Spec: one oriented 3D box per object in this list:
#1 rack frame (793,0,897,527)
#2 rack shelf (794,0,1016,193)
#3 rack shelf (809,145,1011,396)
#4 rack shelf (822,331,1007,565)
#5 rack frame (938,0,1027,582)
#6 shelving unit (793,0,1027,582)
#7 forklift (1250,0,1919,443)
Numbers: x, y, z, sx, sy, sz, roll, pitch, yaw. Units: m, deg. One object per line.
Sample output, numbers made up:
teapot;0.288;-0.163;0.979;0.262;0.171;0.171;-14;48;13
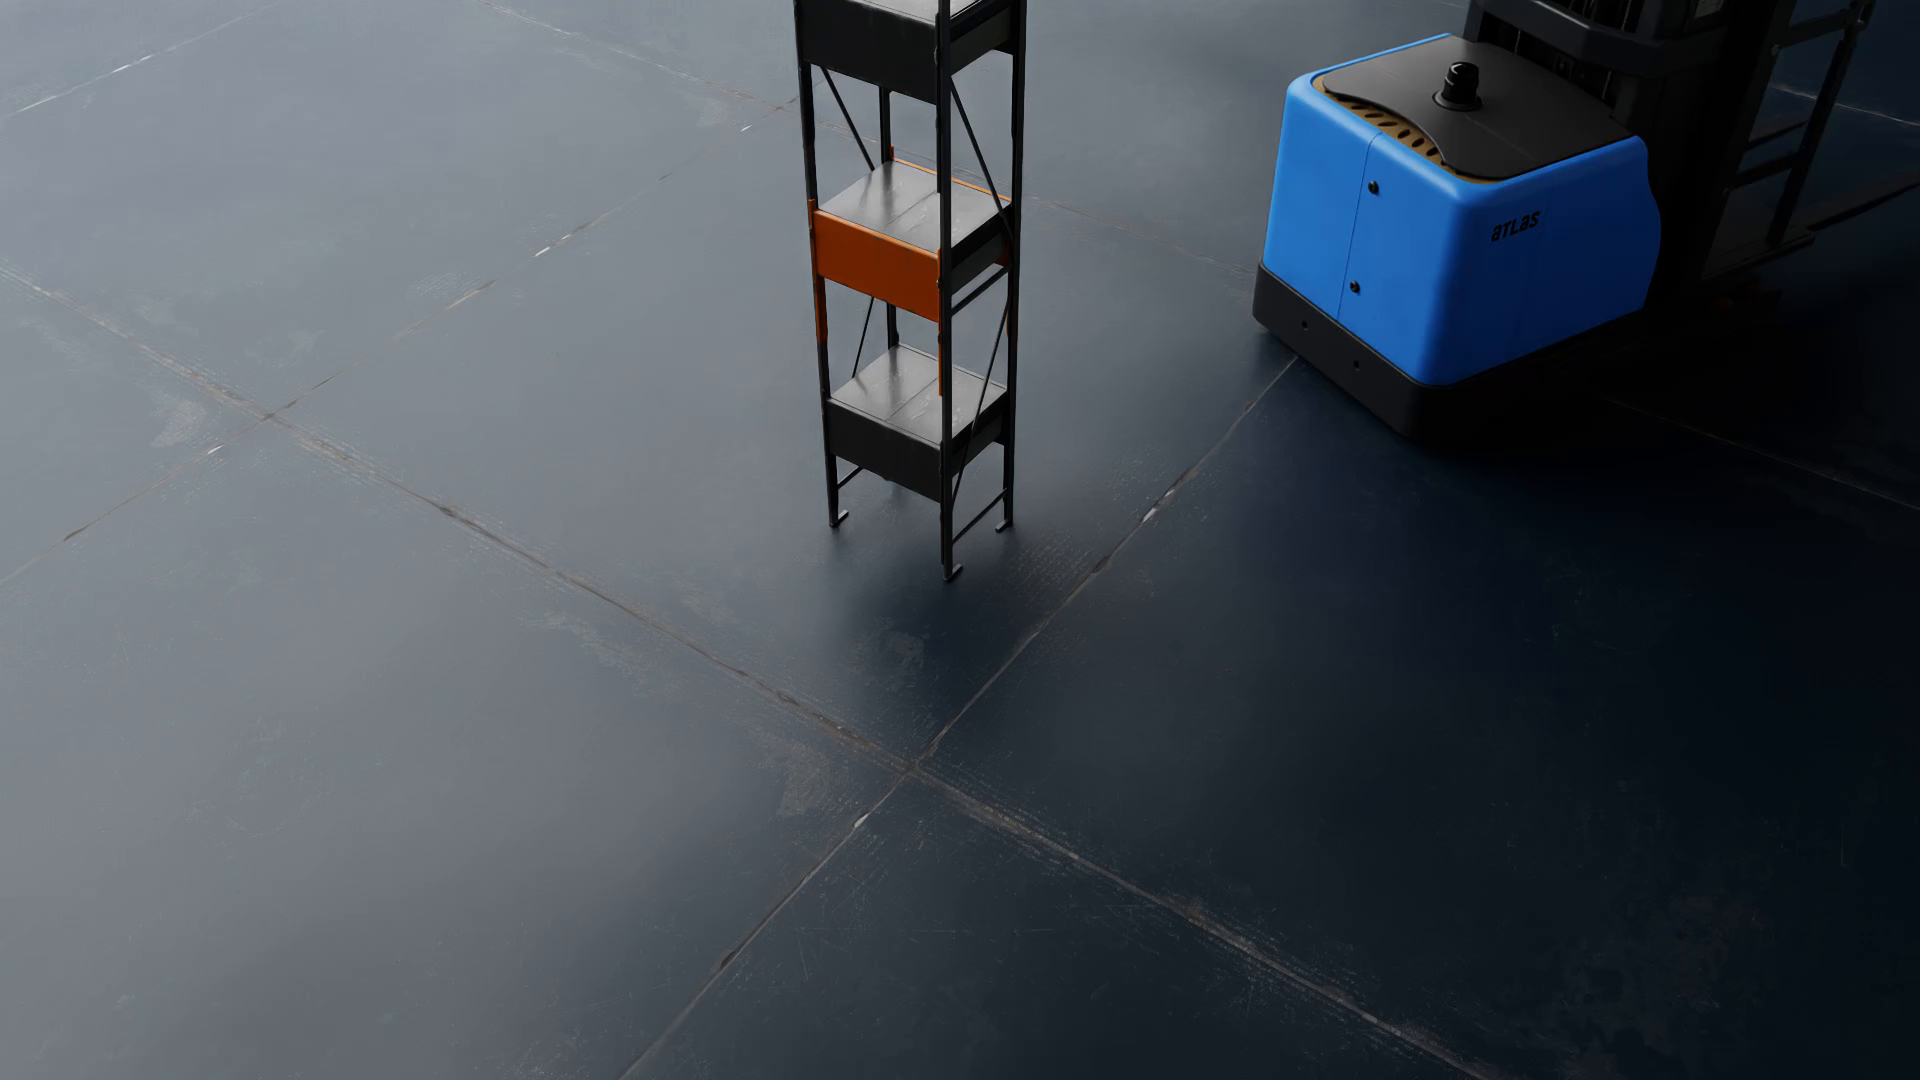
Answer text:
rack frame;-0.335;-0.939;5.225;0.015;2.100;0.400;25;48;25
rack shelf;-0.135;-1.357;4.663;0.480;0.518;0.431;25;48;25
rack shelf;-0.136;-0.836;5.130;0.480;0.518;0.431;25;48;25
rack shelf;-0.136;-0.314;5.597;0.480;0.518;0.431;25;48;25
rack frame;0.064;-0.752;5.016;0.015;2.100;0.400;25;48;25
shelving unit;-0.136;-0.846;5.121;0.503;2.100;0.431;25;48;25
forklift;2.694;-2.177;5.984;3.031;2.935;1.130;-21;46;-22
